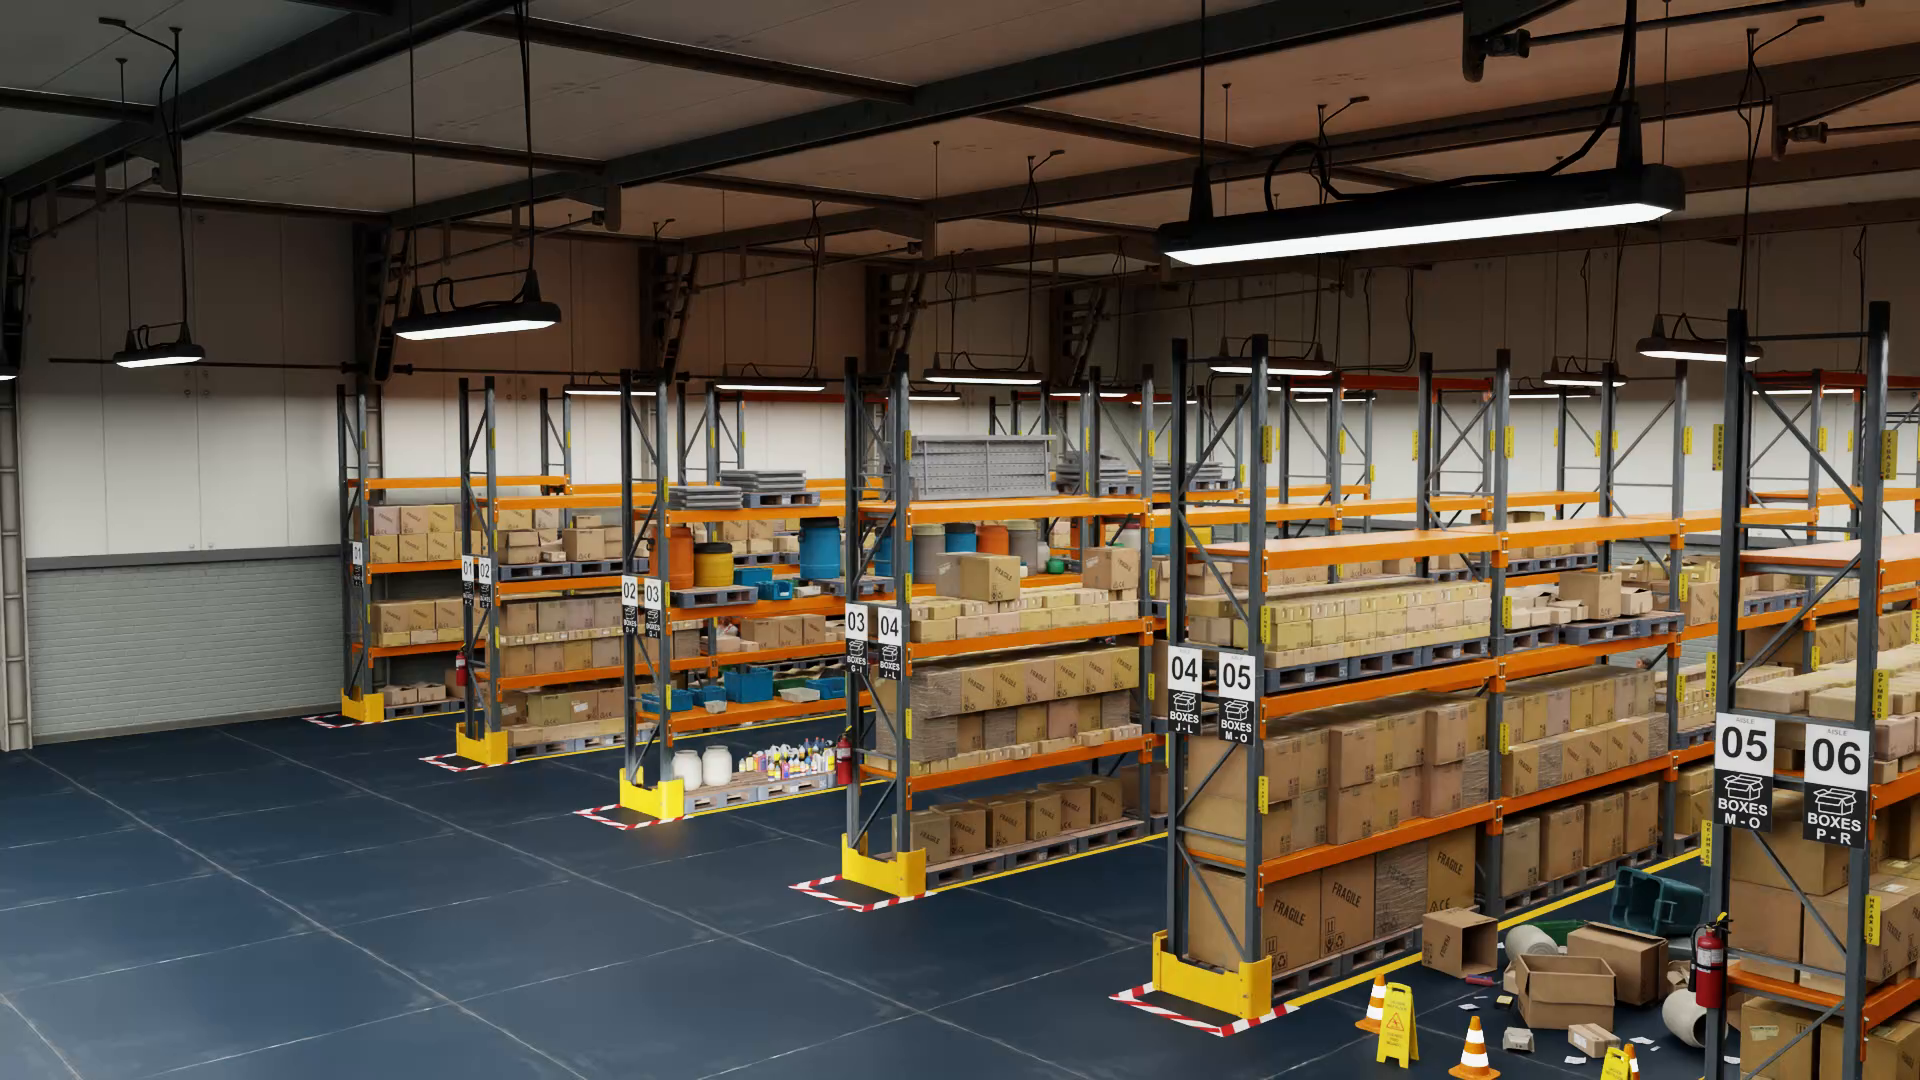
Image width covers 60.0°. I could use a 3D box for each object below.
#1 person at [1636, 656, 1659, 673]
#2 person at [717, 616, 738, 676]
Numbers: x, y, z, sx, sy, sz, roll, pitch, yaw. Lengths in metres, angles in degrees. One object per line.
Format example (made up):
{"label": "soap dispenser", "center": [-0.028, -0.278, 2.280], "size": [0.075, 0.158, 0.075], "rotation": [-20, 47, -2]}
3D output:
{"label": "person", "center": [11.136, 2.631, 26.736], "size": [0.732, 1.561, 0.664], "rotation": [-2, 4, -33]}
{"label": "person", "center": [-4.544, 2.228, 31.296], "size": [0.563, 1.805, 0.669], "rotation": [2, 4, 31]}
